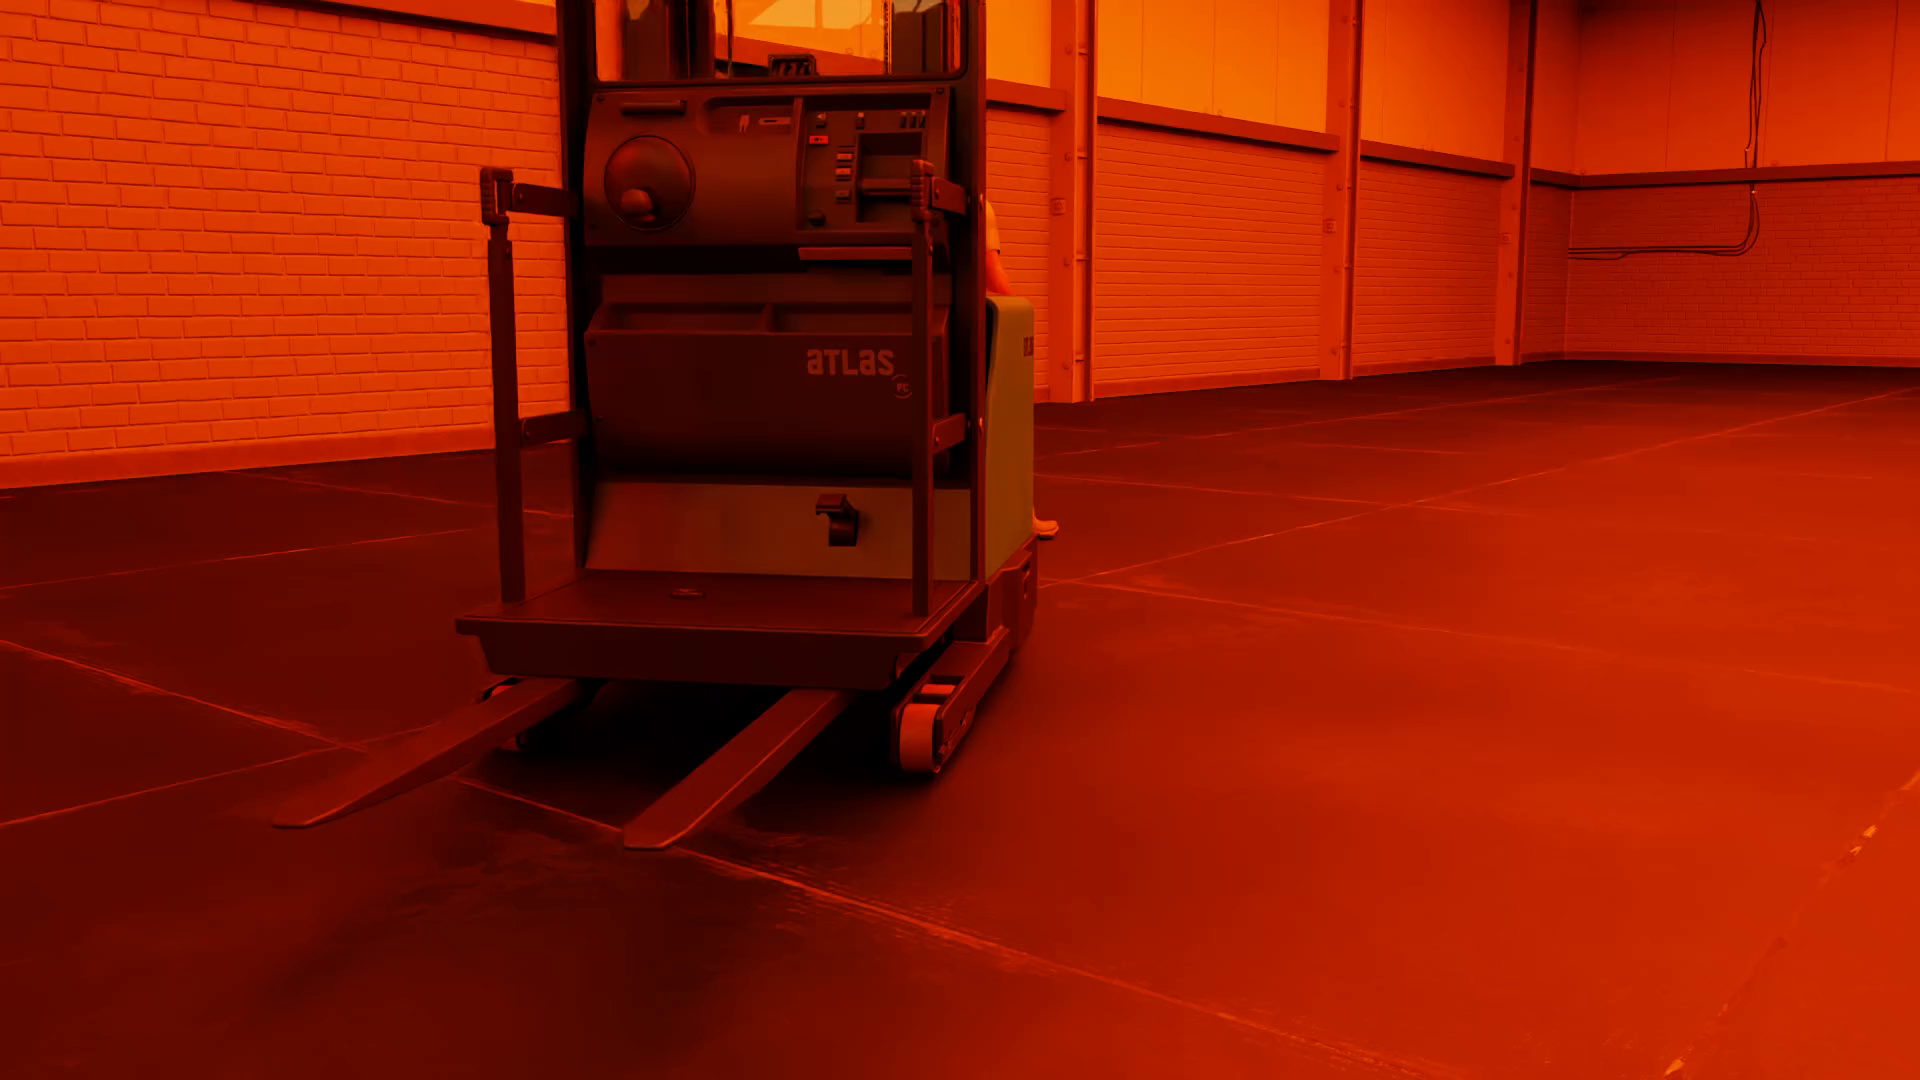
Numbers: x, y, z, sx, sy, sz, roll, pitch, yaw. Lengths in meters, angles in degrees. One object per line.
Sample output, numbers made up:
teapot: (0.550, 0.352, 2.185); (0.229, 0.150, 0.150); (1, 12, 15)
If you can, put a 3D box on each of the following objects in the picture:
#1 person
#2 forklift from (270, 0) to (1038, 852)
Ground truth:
person: (0.060, -0.900, 7.328); (0.637, 1.787, 0.564); (7, 11, 38)
forklift: (-0.522, -0.974, 3.941); (1.130, 2.935, 3.031); (2, 8, 10)
